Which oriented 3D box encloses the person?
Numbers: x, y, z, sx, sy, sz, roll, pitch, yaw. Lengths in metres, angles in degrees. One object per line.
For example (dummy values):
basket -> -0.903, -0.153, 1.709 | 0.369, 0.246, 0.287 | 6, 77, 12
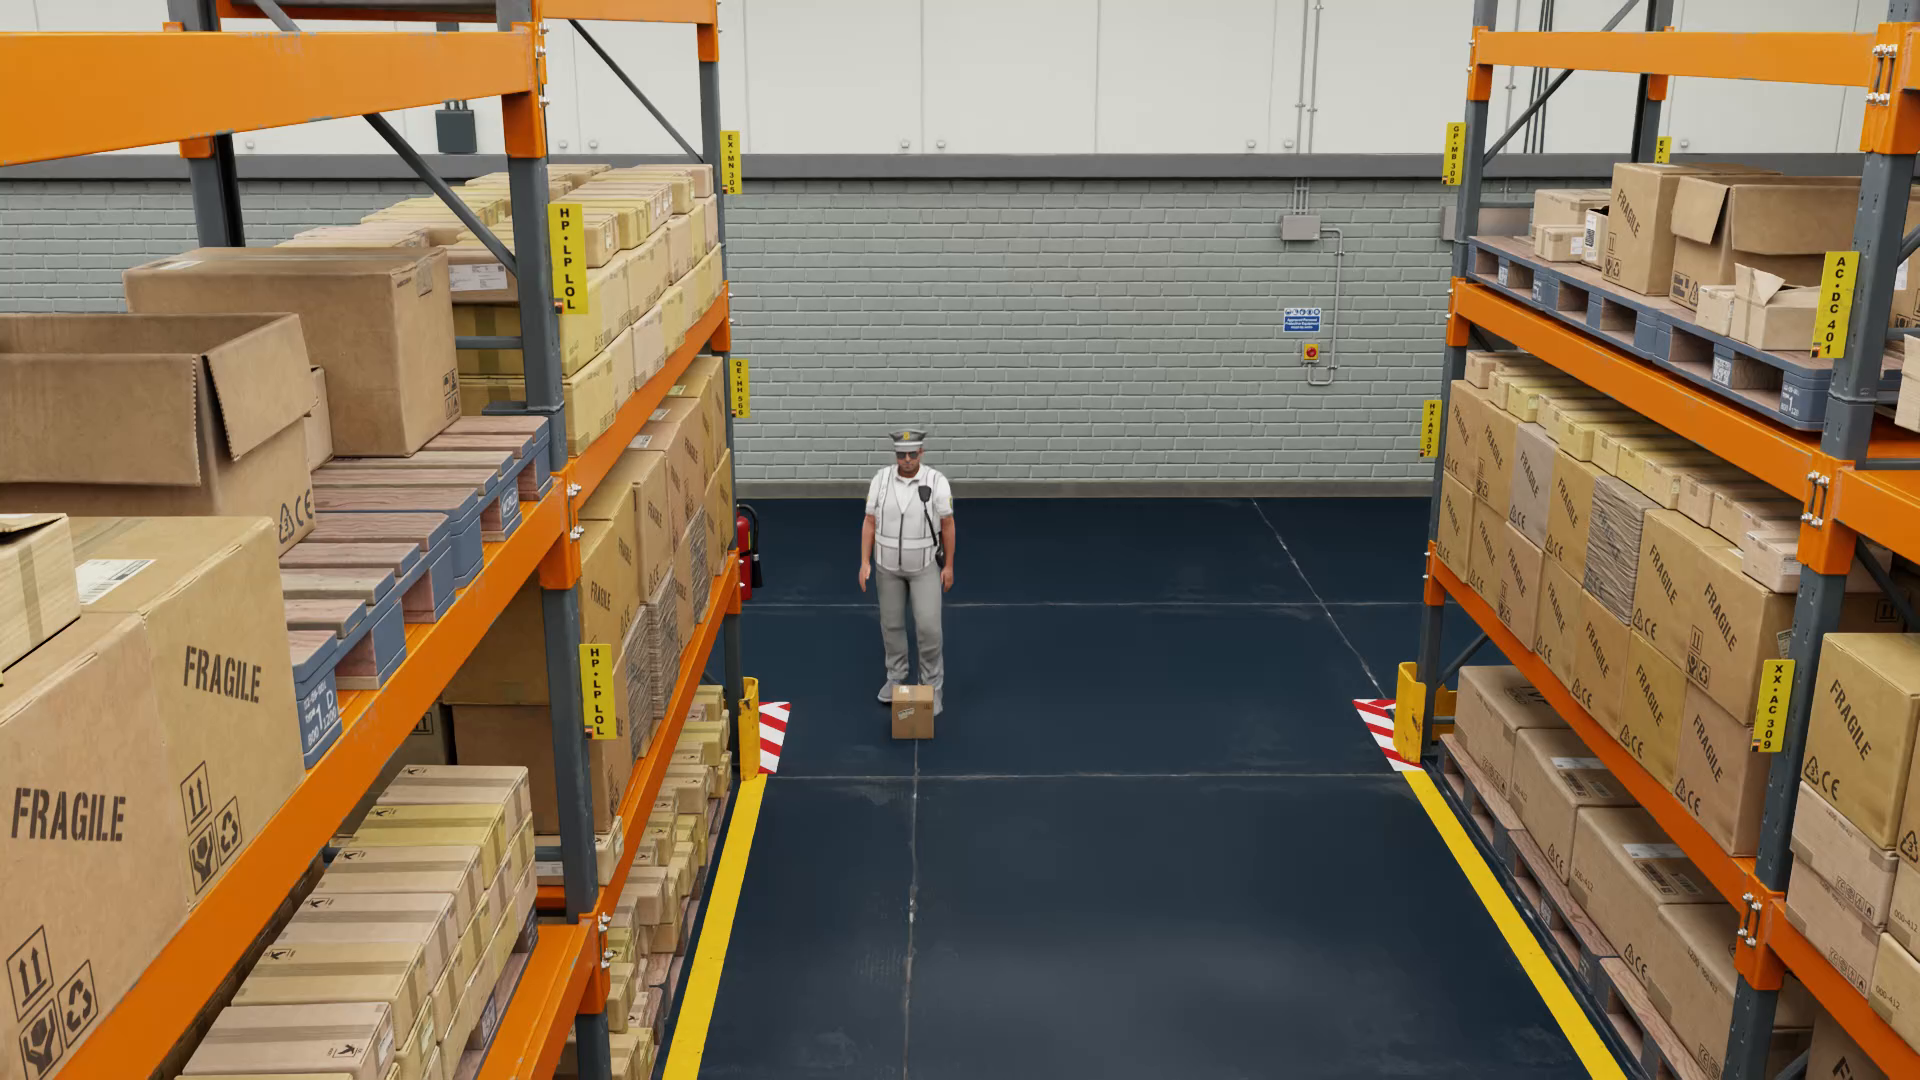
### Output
person -> -0.341, 0.192, 10.404 | 0.577, 1.808, 0.514 | 4, 17, 12
